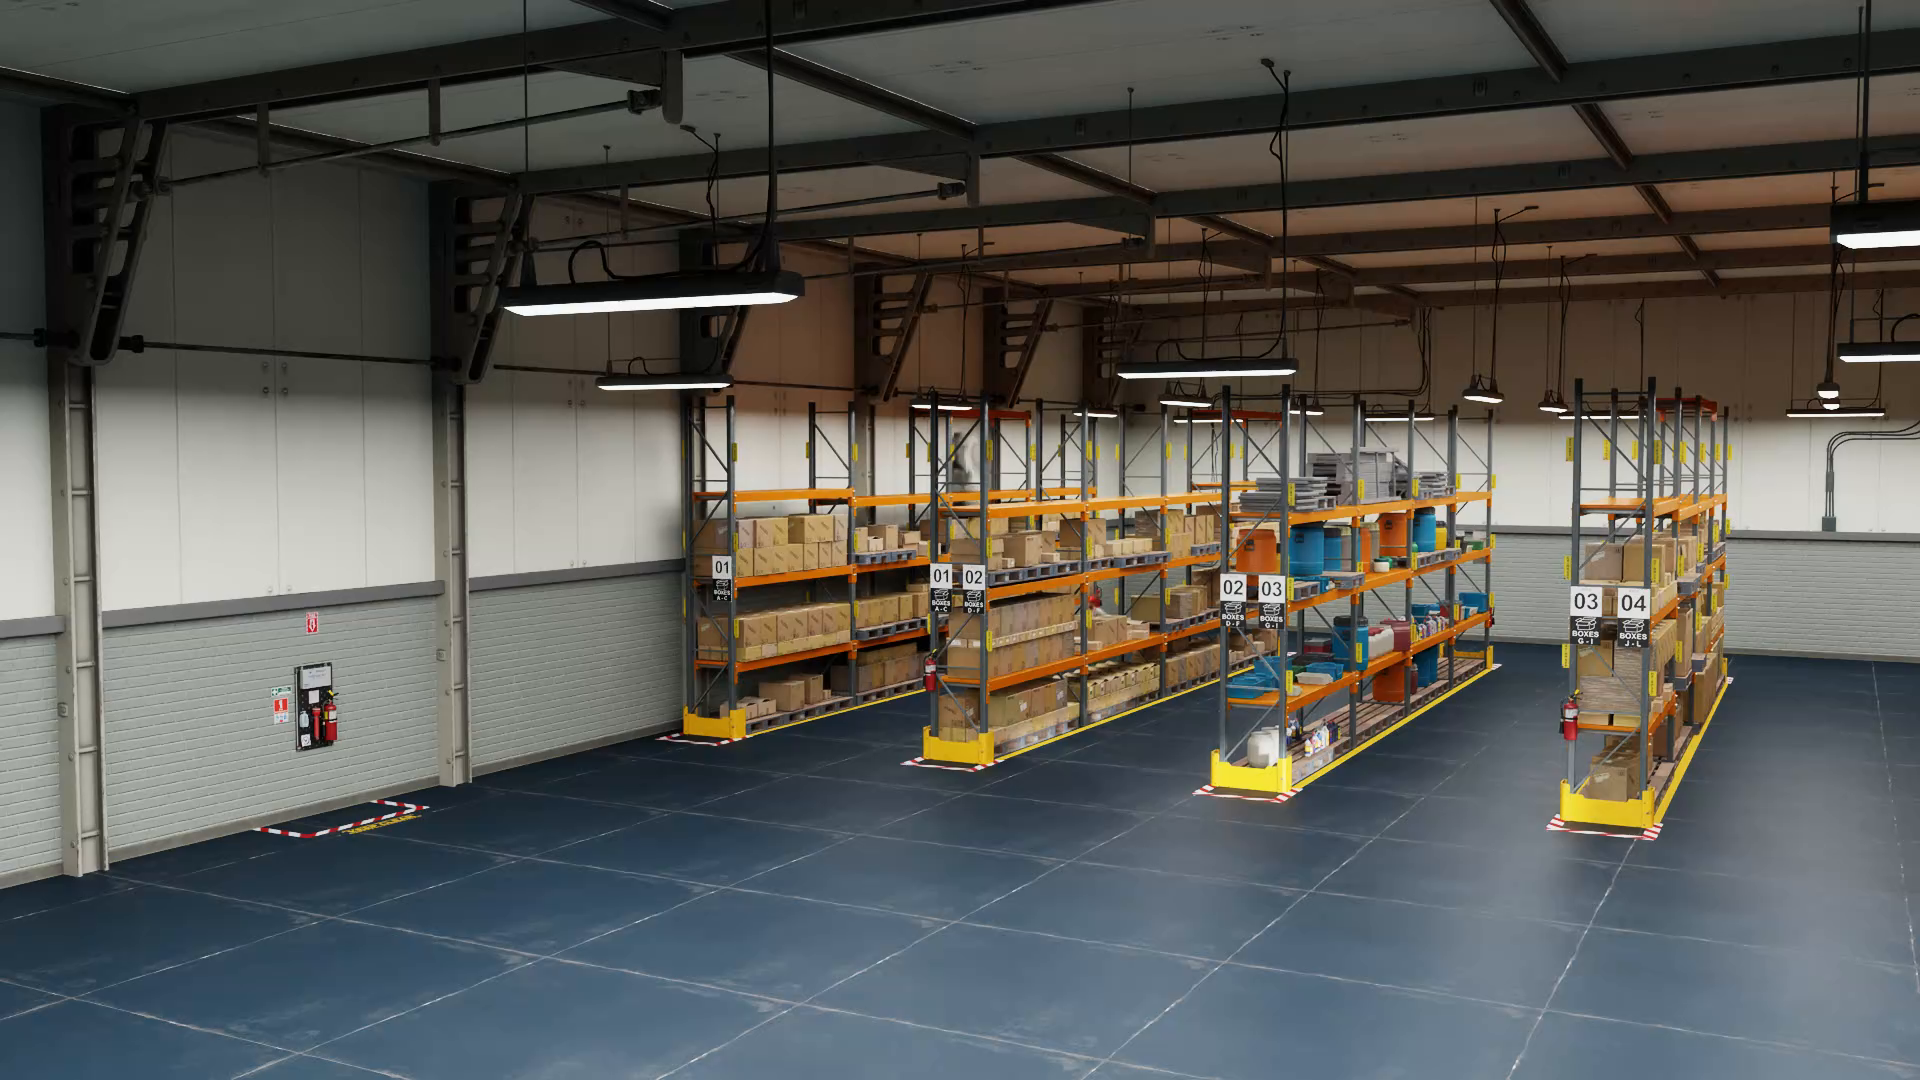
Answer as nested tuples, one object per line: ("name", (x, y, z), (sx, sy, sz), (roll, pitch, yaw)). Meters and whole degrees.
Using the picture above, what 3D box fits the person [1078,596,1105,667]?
("person", (2.931, 2.147, 37.807), (0.898, 1.774, 0.766), (2, 4, 37))
